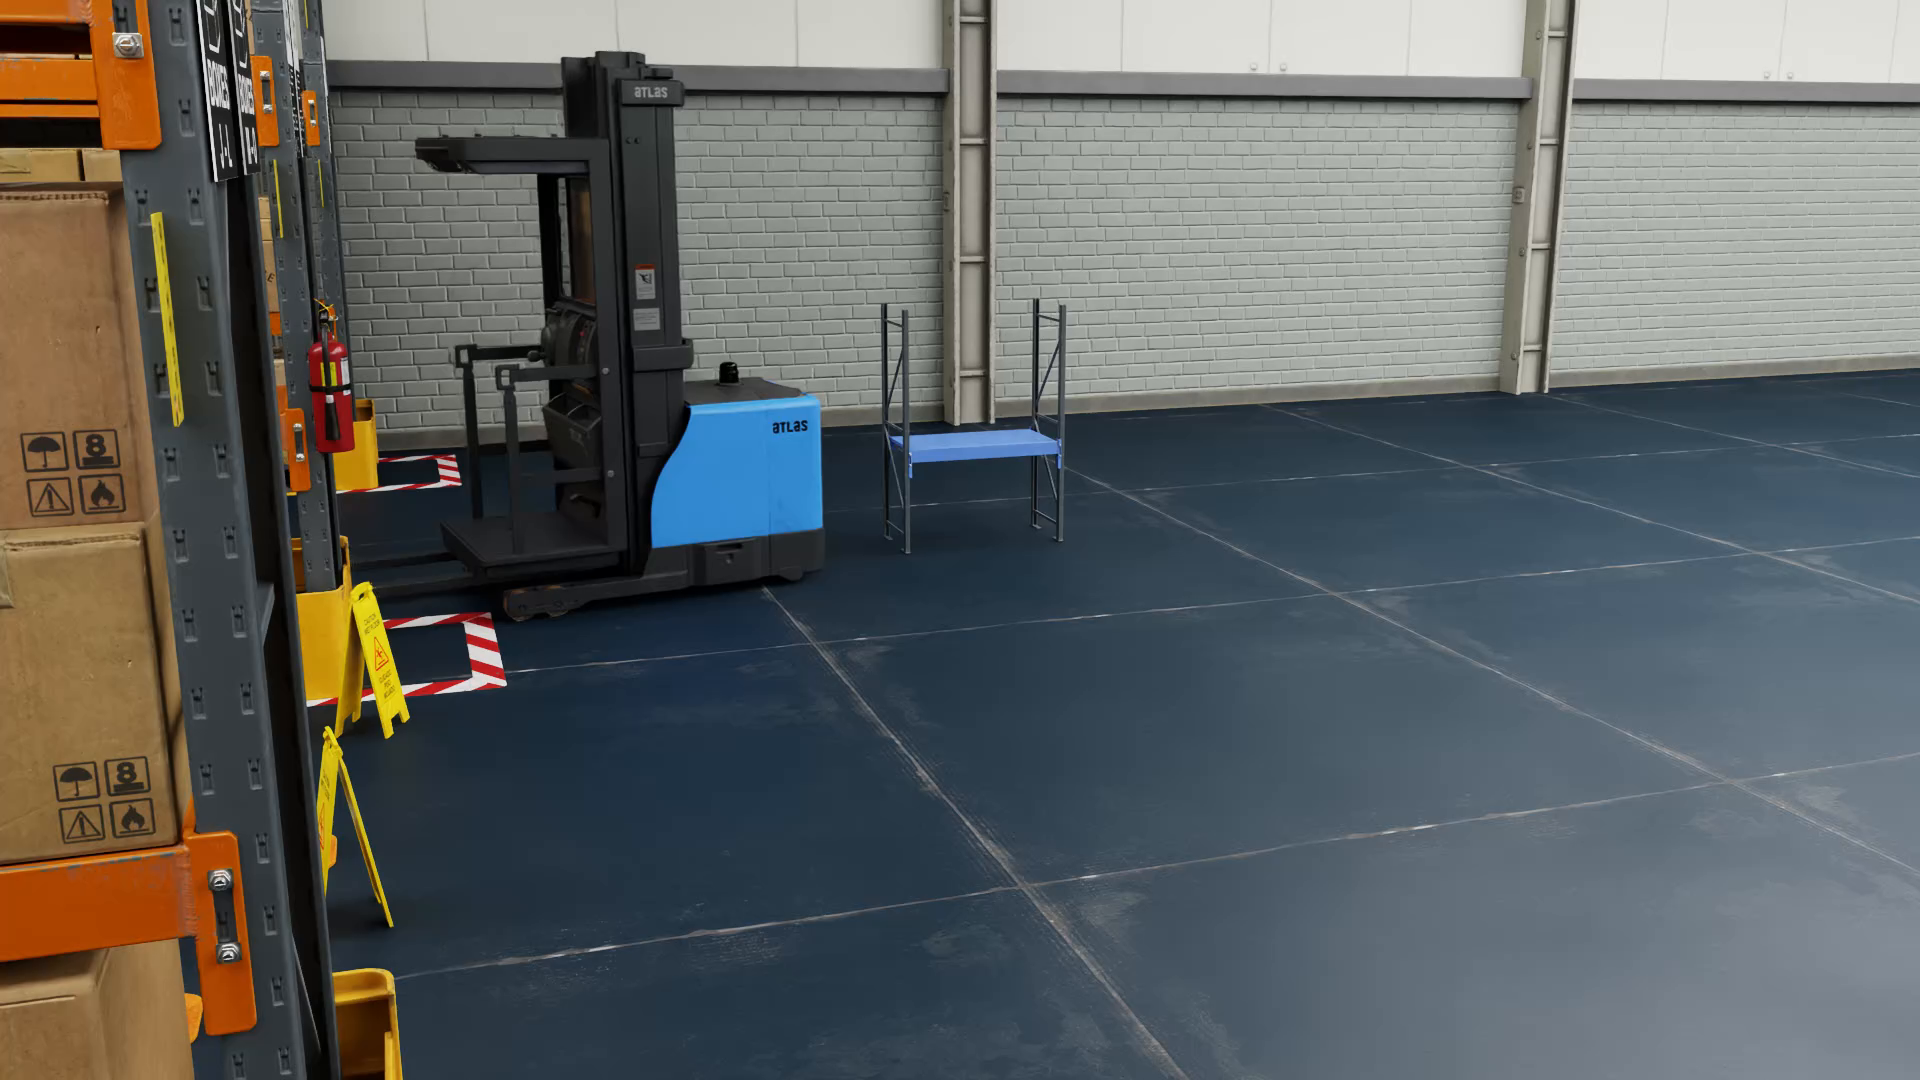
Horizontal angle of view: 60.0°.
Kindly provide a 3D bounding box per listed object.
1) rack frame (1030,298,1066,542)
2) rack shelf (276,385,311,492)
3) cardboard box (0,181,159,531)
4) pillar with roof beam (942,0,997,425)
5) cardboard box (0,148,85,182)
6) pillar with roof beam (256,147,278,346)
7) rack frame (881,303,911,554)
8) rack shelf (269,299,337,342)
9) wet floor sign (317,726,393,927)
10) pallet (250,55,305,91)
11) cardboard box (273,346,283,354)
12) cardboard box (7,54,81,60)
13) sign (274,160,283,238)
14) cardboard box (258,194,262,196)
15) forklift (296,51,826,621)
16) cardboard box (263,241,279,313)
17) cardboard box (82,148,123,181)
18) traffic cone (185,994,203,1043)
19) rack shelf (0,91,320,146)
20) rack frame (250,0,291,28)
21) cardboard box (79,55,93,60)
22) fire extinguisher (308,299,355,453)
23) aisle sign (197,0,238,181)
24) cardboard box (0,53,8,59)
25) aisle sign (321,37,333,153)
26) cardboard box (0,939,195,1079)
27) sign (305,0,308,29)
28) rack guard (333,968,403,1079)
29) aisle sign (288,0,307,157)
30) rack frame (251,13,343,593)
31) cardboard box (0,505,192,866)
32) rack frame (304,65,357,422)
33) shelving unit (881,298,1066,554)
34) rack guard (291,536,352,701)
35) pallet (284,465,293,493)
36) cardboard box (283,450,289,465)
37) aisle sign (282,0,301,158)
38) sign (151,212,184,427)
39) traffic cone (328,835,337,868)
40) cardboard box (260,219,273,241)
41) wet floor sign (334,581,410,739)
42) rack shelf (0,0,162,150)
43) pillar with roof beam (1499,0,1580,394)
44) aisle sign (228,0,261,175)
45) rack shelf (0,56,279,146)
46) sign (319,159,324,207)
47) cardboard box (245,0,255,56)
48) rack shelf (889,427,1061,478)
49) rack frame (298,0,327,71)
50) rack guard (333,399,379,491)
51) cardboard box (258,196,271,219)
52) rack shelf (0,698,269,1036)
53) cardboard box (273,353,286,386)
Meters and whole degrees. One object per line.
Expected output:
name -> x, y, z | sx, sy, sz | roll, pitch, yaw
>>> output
rack frame -> 0.563, -0.773, 10.653 | 0.032, 1.500, 0.500 | -4, 14, -18
rack shelf -> -4.964, -0.366, 7.254 | 4.000, 0.370, 1.077 | -4, 14, -18
cardboard box -> -1.758, -0.365, 3.037 | 0.550, 0.550, 0.875 | -4, 14, -18
pillar with roof beam -> 1.457, -4.515, 10.180 | 0.400, 9.000, 9.100 | -4, 14, -18
cardboard box -> -3.965, -1.422, 7.120 | 0.500, 0.500, 0.700 | -4, 14, -18
pillar with roof beam -> -4.230, -4.073, 8.318 | 0.400, 9.000, 9.100 | -4, 14, -18
rack frame -> -0.401, -0.698, 10.338 | 0.032, 1.500, 0.500 | -4, 14, -18
rack shelf -> -6.551, -1.454, 11.830 | 4.000, 0.370, 1.077 | -4, 14, -18
wet floor sign -> -1.998, 0.924, 5.366 | 0.232, 0.644, 0.267 | -7, 15, -28
pallet -> -5.334, -3.322, 11.834 | 1.213, 0.211, 1.003 | -4, 14, -18
cardboard box -> -5.171, -1.311, 12.546 | 0.500, 0.250, 0.500 | -5, 14, -19
cardboard box -> -3.806, -2.075, 6.946 | 0.250, 0.149, 0.380 | -4, 14, -16
sign -> -2.911, -1.457, 7.103 | 0.005, 0.325, 0.100 | -4, 14, -18
cardboard box -> -5.314, -2.477, 12.314 | 0.250, 0.149, 0.380 | -4, 14, -16
forklift -> -2.327, -1.134, 9.076 | 3.031, 2.935, 1.130 | -7, 15, -27
cardboard box -> -5.038, -1.907, 11.960 | 0.500, 0.500, 0.500 | -5, 14, -19
cardboard box -> -3.483, -1.458, 7.270 | 0.500, 0.500, 0.700 | -5, 14, -19
traffic cone -> -2.351, 1.177, 4.697 | 0.334, 0.463, 0.336 | -4, 14, -18
rack shelf -> -6.551, -2.914, 11.482 | 4.000, 0.370, 1.077 | -4, 14, -18
rack frame -> -3.069, -3.782, 7.097 | 0.127, 3.000, 1.000 | -4, 14, -18
cardboard box -> -3.543, -2.087, 6.997 | 0.250, 0.149, 0.380 | -4, 14, -18
fire extinguisher -> -2.813, -0.733, 7.411 | 0.183, 0.674, 0.296 | -4, 14, -18
aisle sign -> -1.231, -0.990, 2.703 | 0.004, 0.787, 0.394 | -4, 14, -18
cardboard box -> -4.067, -2.071, 6.929 | 0.250, 0.149, 0.380 | -4, 14, -18
aisle sign -> -4.500, -3.157, 11.816 | 0.004, 0.787, 0.394 | -4, 14, -18
cardboard box -> -2.016, 1.109, 3.184 | 0.875, 0.875, 0.875 | -4, 14, -18
sign -> -4.496, -3.683, 11.422 | 0.005, 0.325, 0.100 | -4, 14, -18
rack guard -> -1.372, 1.429, 3.555 | 0.348, 0.500, 1.175 | -4, 14, -18
aisle sign -> -3.109, -2.201, 7.795 | 0.004, 0.787, 0.394 | -4, 14, -18
rack frame -> -3.069, -0.864, 7.791 | 0.127, 3.000, 1.000 | -4, 14, -18
cardboard box -> -1.732, 0.179, 3.084 | 0.550, 0.550, 0.875 | -4, 14, -18
rack frame -> -4.655, -1.952, 12.367 | 0.127, 3.000, 1.000 | -4, 14, -18
shelving unit -> 0.081, -0.736, 10.496 | 1.048, 1.500, 0.538 | -4, 14, -18
rack guard -> -3.141, 0.358, 8.057 | 0.348, 0.500, 1.175 | -4, 14, -18
pallet -> -5.367, -0.530, 12.414 | 1.213, 0.211, 1.003 | -4, 14, -18
cardboard box -> -5.000, -0.715, 12.199 | 0.500, 0.250, 0.500 | -4, 14, -18
aisle sign -> -2.918, -2.069, 7.242 | 0.004, 0.787, 0.394 | -4, 14, -18
sign -> -1.234, -0.344, 2.592 | 0.005, 0.325, 0.100 | -4, 14, -18
traffic cone -> -2.389, 0.904, 5.844 | 0.334, 0.463, 0.336 | -4, 14, -18
cardboard box -> -4.895, -2.229, 11.914 | 0.250, 0.149, 0.380 | -4, 14, -17
wet floor sign -> -2.547, 0.502, 7.136 | 0.232, 0.644, 0.267 | 0, 13, 1
rack shelf -> -3.290, -0.747, 2.374 | 4.000, 0.370, 1.077 | -4, 14, -18
pillar with roof beam -> 7.144, -4.958, 12.042 | 0.400, 9.000, 9.100 | -4, 14, -18
aisle sign -> -1.423, -1.121, 3.256 | 0.004, 0.787, 0.394 | -4, 14, -18
rack shelf -> -4.964, -1.825, 6.907 | 4.000, 0.370, 1.077 | -4, 14, -18
sign -> -4.496, -2.510, 11.701 | 0.005, 0.325, 0.100 | -4, 14, -18
cardboard box -> -4.997, -3.627, 11.586 | 0.500, 0.500, 0.500 | -4, 14, -16
rack shelf -> 0.081, -0.561, 10.537 | 1.000, 0.185, 0.538 | -4, 14, -18
rack frame -> -4.655, -4.871, 11.673 | 0.127, 3.000, 1.000 | -4, 14, -18
rack guard -> -4.633, -0.738, 12.664 | 0.348, 0.500, 1.175 | -4, 14, -18
cardboard box -> -4.928, -2.388, 11.940 | 0.250, 0.149, 0.380 | -4, 14, -18
rack shelf -> -3.290, 0.712, 2.721 | 4.000, 0.370, 1.077 | -4, 14, -18
cardboard box -> -4.992, -1.203, 12.090 | 0.500, 0.250, 0.500 | -4, 14, -16
